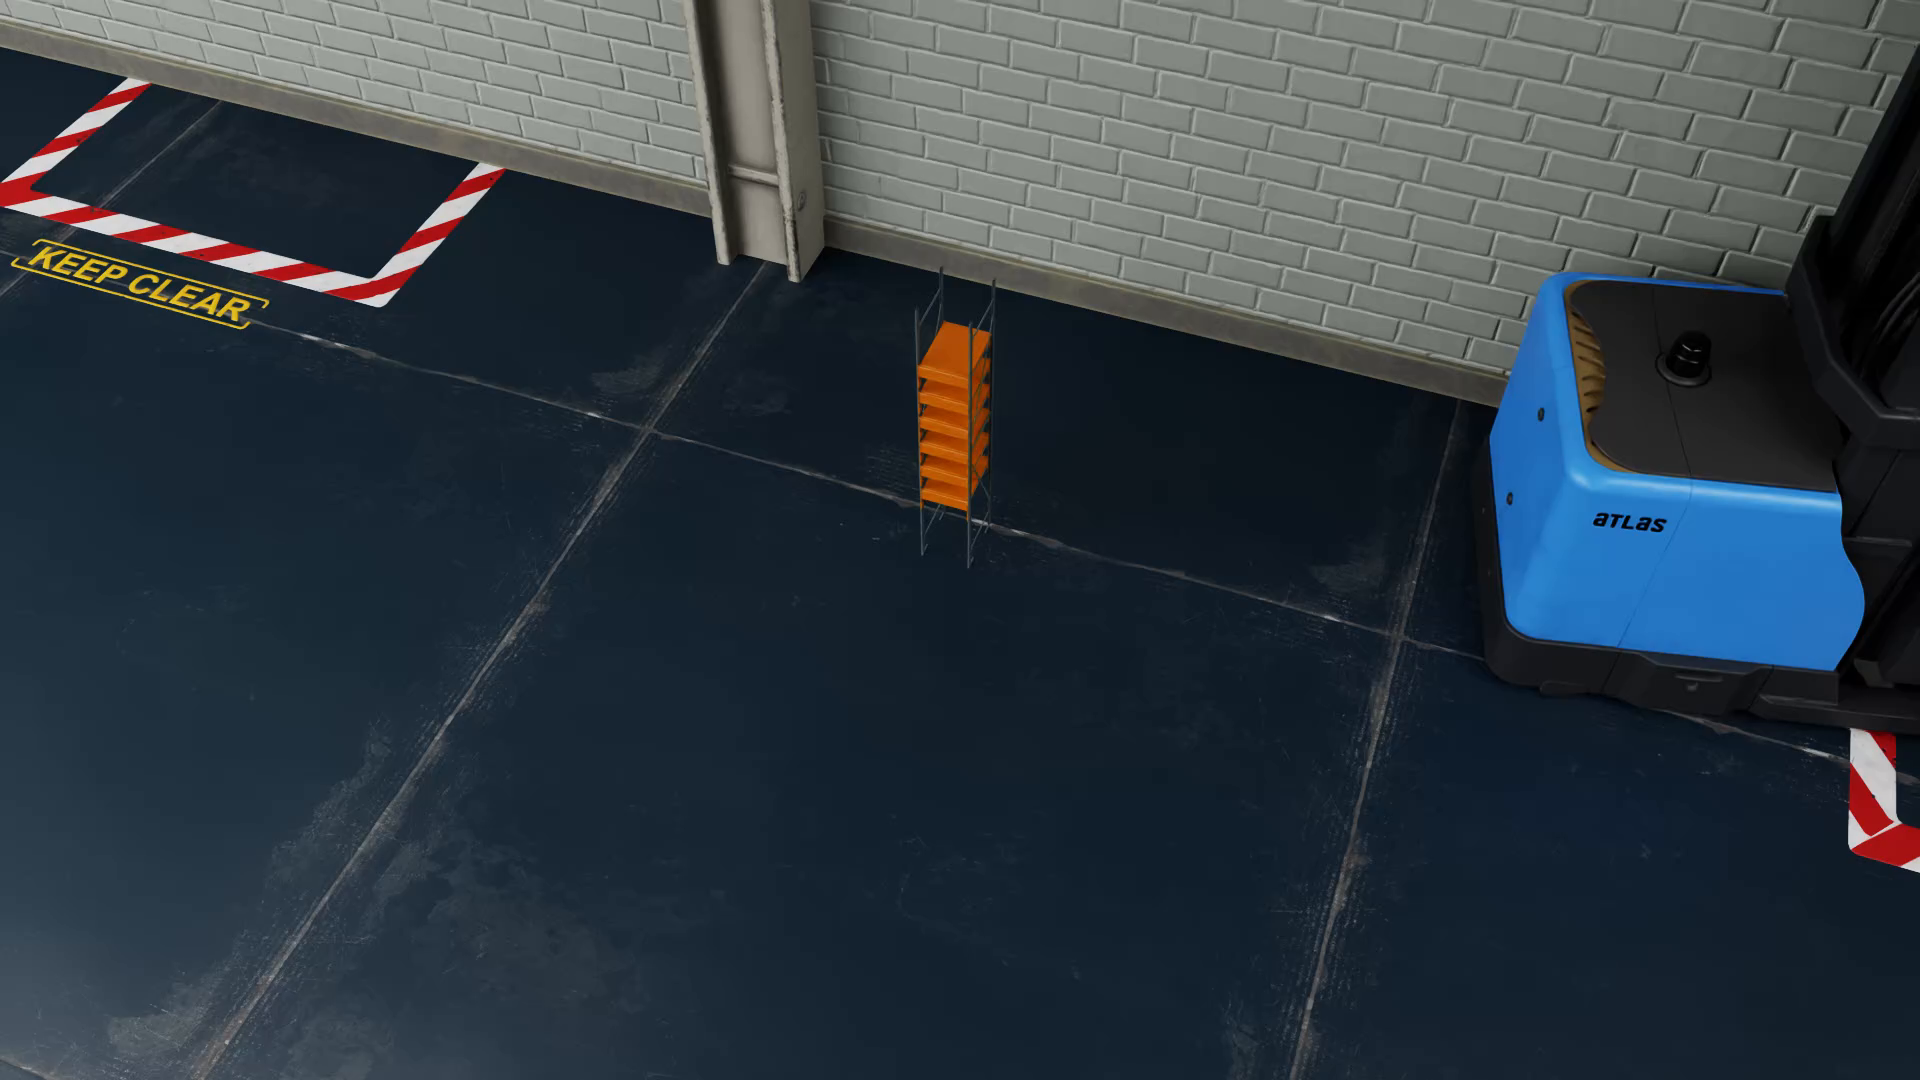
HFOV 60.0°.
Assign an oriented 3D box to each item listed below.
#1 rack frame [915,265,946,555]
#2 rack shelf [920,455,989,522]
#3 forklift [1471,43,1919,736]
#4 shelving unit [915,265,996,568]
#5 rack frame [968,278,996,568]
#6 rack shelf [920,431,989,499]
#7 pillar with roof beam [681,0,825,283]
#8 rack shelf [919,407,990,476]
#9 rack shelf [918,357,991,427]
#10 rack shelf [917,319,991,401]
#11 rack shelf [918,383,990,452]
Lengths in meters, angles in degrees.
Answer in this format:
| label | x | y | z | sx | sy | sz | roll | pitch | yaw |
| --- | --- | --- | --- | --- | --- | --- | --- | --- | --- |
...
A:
| label | x | y | z | sx | sy | sz | roll | pitch | yaw |
| --- | --- | --- | --- | --- | --- | --- | --- | --- | --- |
| rack frame | -0.099 | -0.421 | 5.821 | 0.006 | 1.200 | 0.240 | 16 | 51 | 13 |
| rack shelf | -0.014 | -0.210 | 6.015 | 0.180 | 0.103 | 0.258 | 16 | 51 | 13 |
| forklift | 3.390 | -0.659 | 4.882 | 3.031 | 2.935 | 1.130 | 6 | 49 | 5 |
| shelving unit | -0.014 | -0.397 | 5.800 | 0.189 | 1.200 | 0.258 | 16 | 51 | 13 |
| rack frame | 0.072 | -0.373 | 5.779 | 0.006 | 1.200 | 0.240 | 16 | 51 | 13 |
| rack shelf | -0.014 | -0.289 | 5.924 | 0.180 | 0.103 | 0.258 | 16 | 51 | 13 |
| pillar with roof beam | -2.319 | -1.172 | 1.311 | 0.400 | 9.000 | 9.100 | 16 | 51 | 13 |
| rack shelf | -0.014 | -0.368 | 5.833 | 0.180 | 0.103 | 0.258 | 16 | 51 | 13 |
| rack shelf | -0.014 | -0.525 | 5.652 | 0.180 | 0.103 | 0.258 | 16 | 51 | 13 |
| rack shelf | -0.014 | -0.603 | 5.561 | 0.180 | 0.103 | 0.258 | 16 | 51 | 13 |
| rack shelf | -0.014 | -0.446 | 5.743 | 0.180 | 0.103 | 0.258 | 16 | 51 | 13 |
